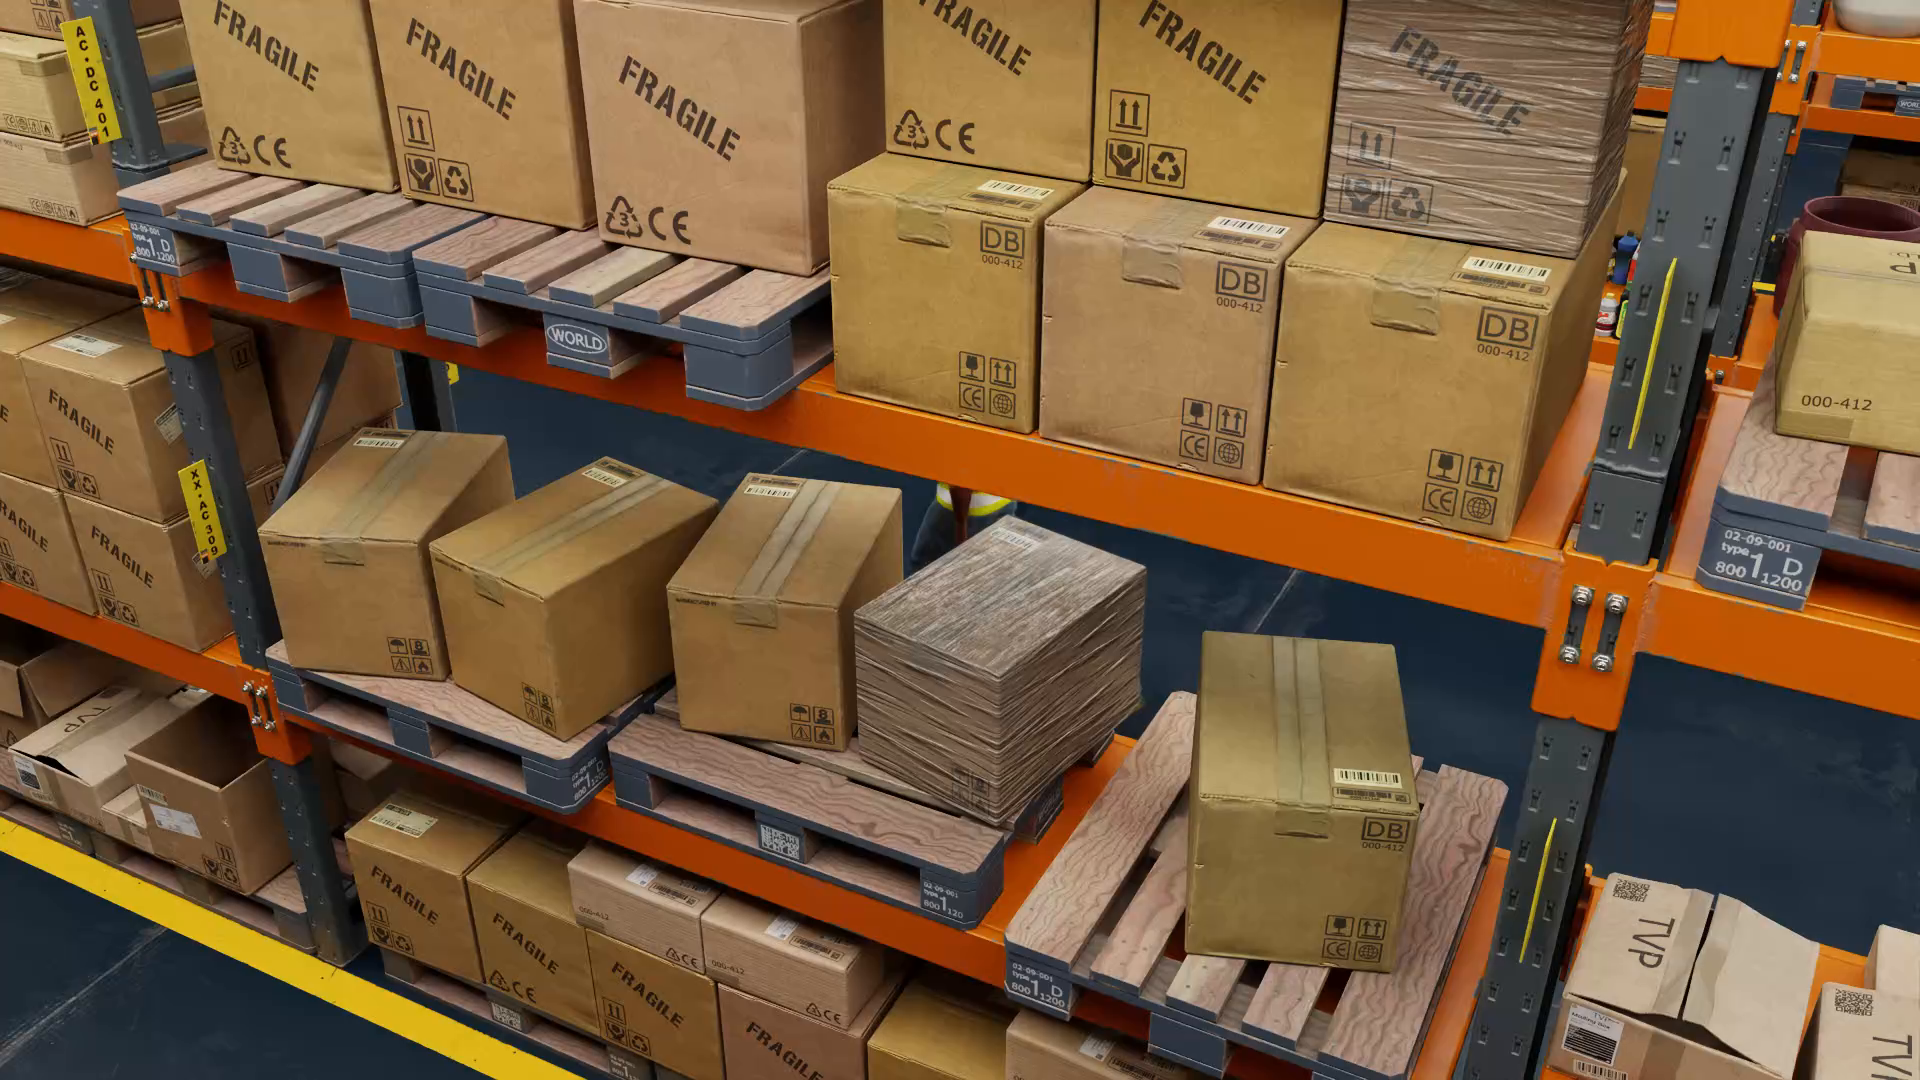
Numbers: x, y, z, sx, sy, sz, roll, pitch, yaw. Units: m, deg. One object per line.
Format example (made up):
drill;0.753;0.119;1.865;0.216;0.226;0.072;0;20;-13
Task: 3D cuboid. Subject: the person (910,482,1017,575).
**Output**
person;0.046;-0.175;7.468;0.692;1.779;0.583;22;36;33
